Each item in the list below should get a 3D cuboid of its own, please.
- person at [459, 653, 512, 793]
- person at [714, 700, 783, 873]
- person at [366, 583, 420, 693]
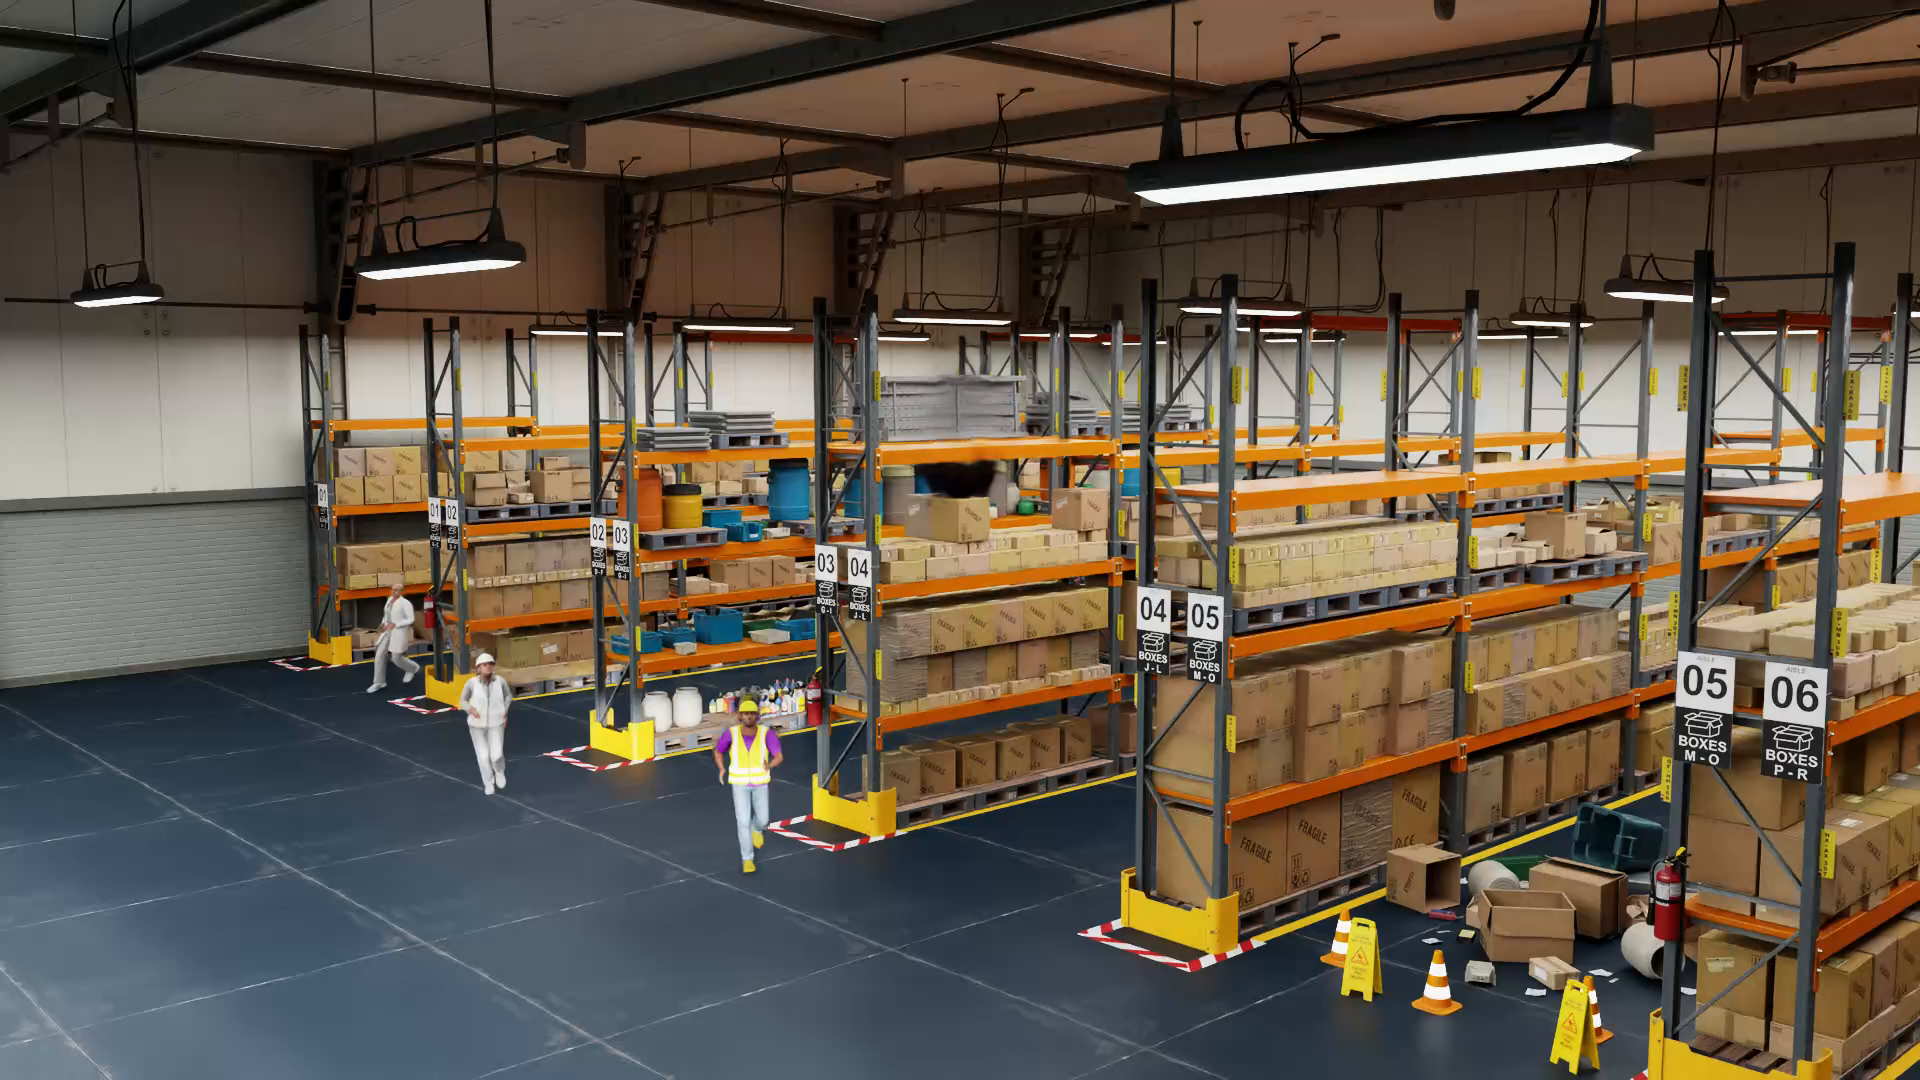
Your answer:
[{"bbox_3d":[-5.770,2.251,20.279,0.639,1.738,0.586,-2,6,-20],"label":"person"},{"bbox_3d":[-2.210,2.542,17.437,0.715,1.741,0.868,-1,6,-10],"label":"person"},{"bbox_3d":[-9.156,1.568,27.100,0.748,1.771,0.970,3,7,28],"label":"person"}]
